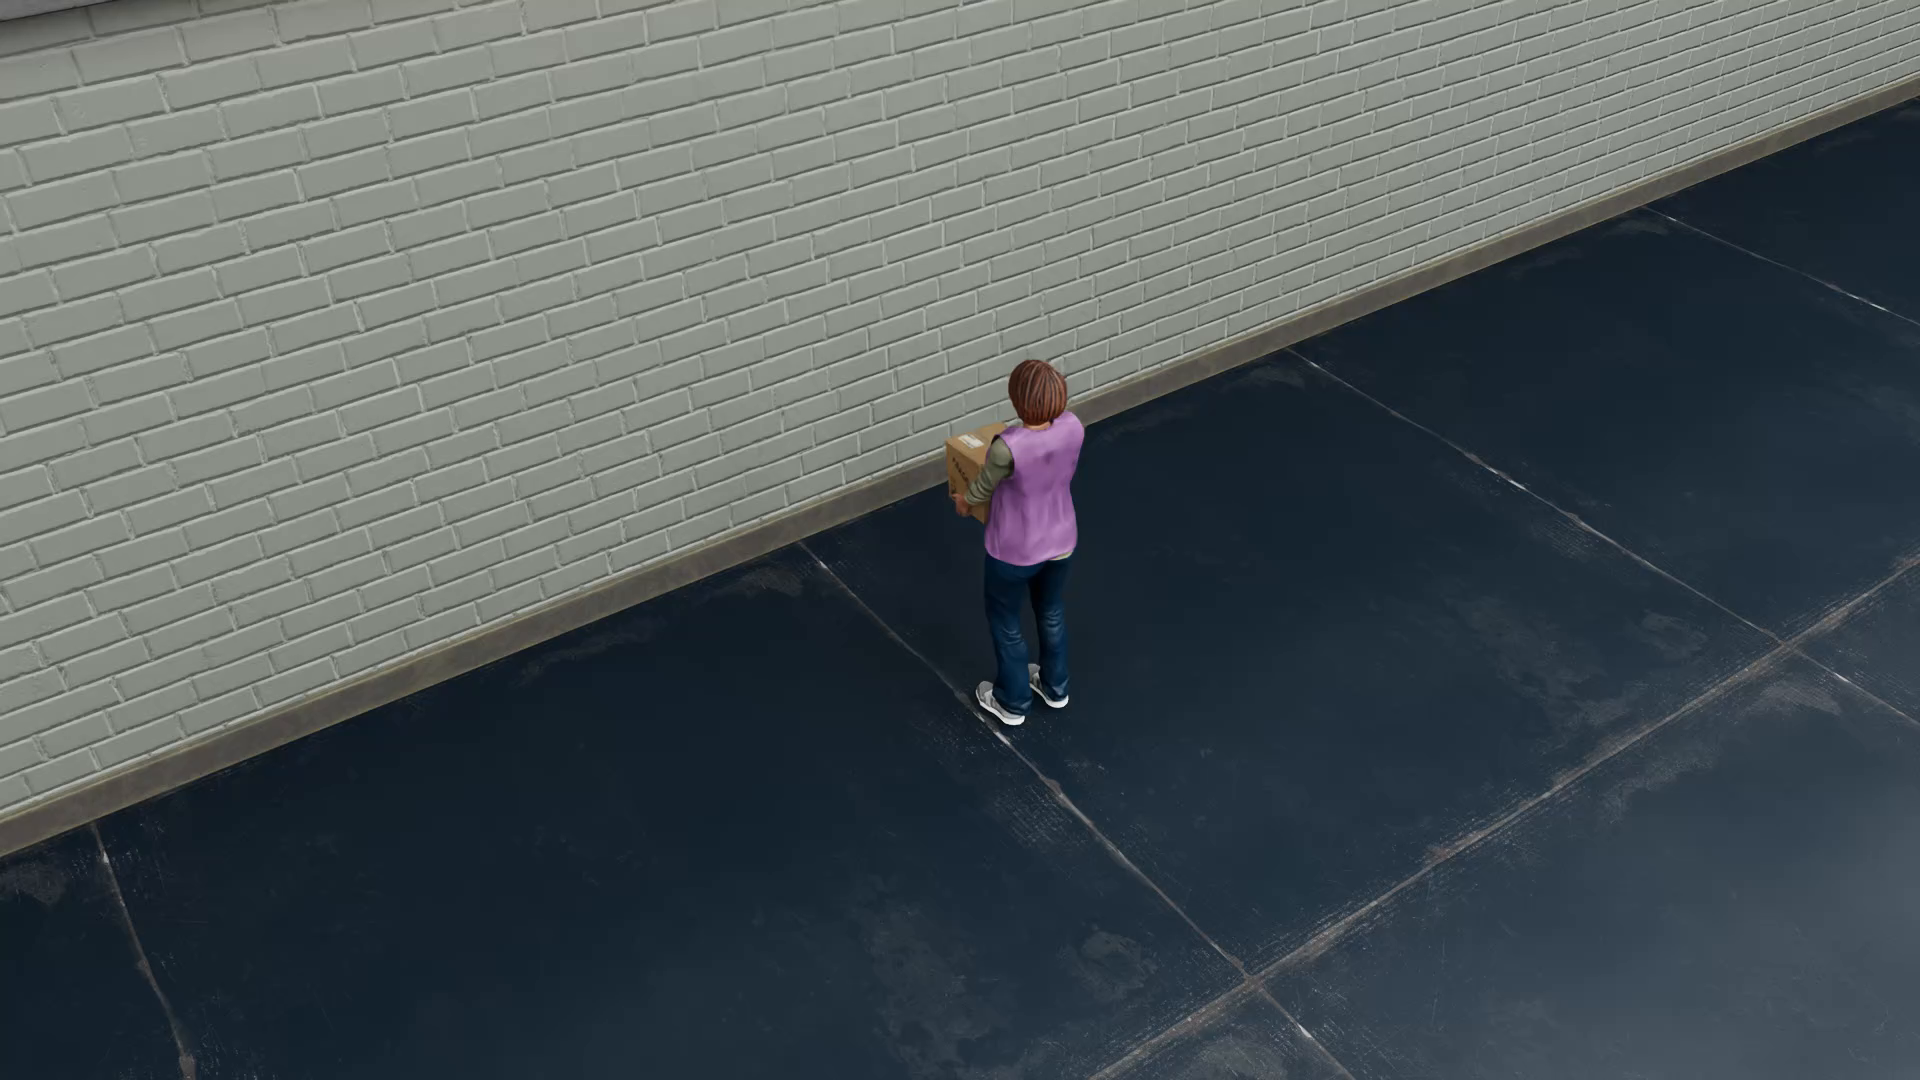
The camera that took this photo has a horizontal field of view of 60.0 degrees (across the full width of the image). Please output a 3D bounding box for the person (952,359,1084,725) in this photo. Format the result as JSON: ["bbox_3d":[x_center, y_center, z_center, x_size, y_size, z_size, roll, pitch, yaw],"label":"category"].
[{"bbox_3d":[0.212,-0.028,6.199,0.401,1.596,0.495,-20,41,-24],"label":"person"}]
